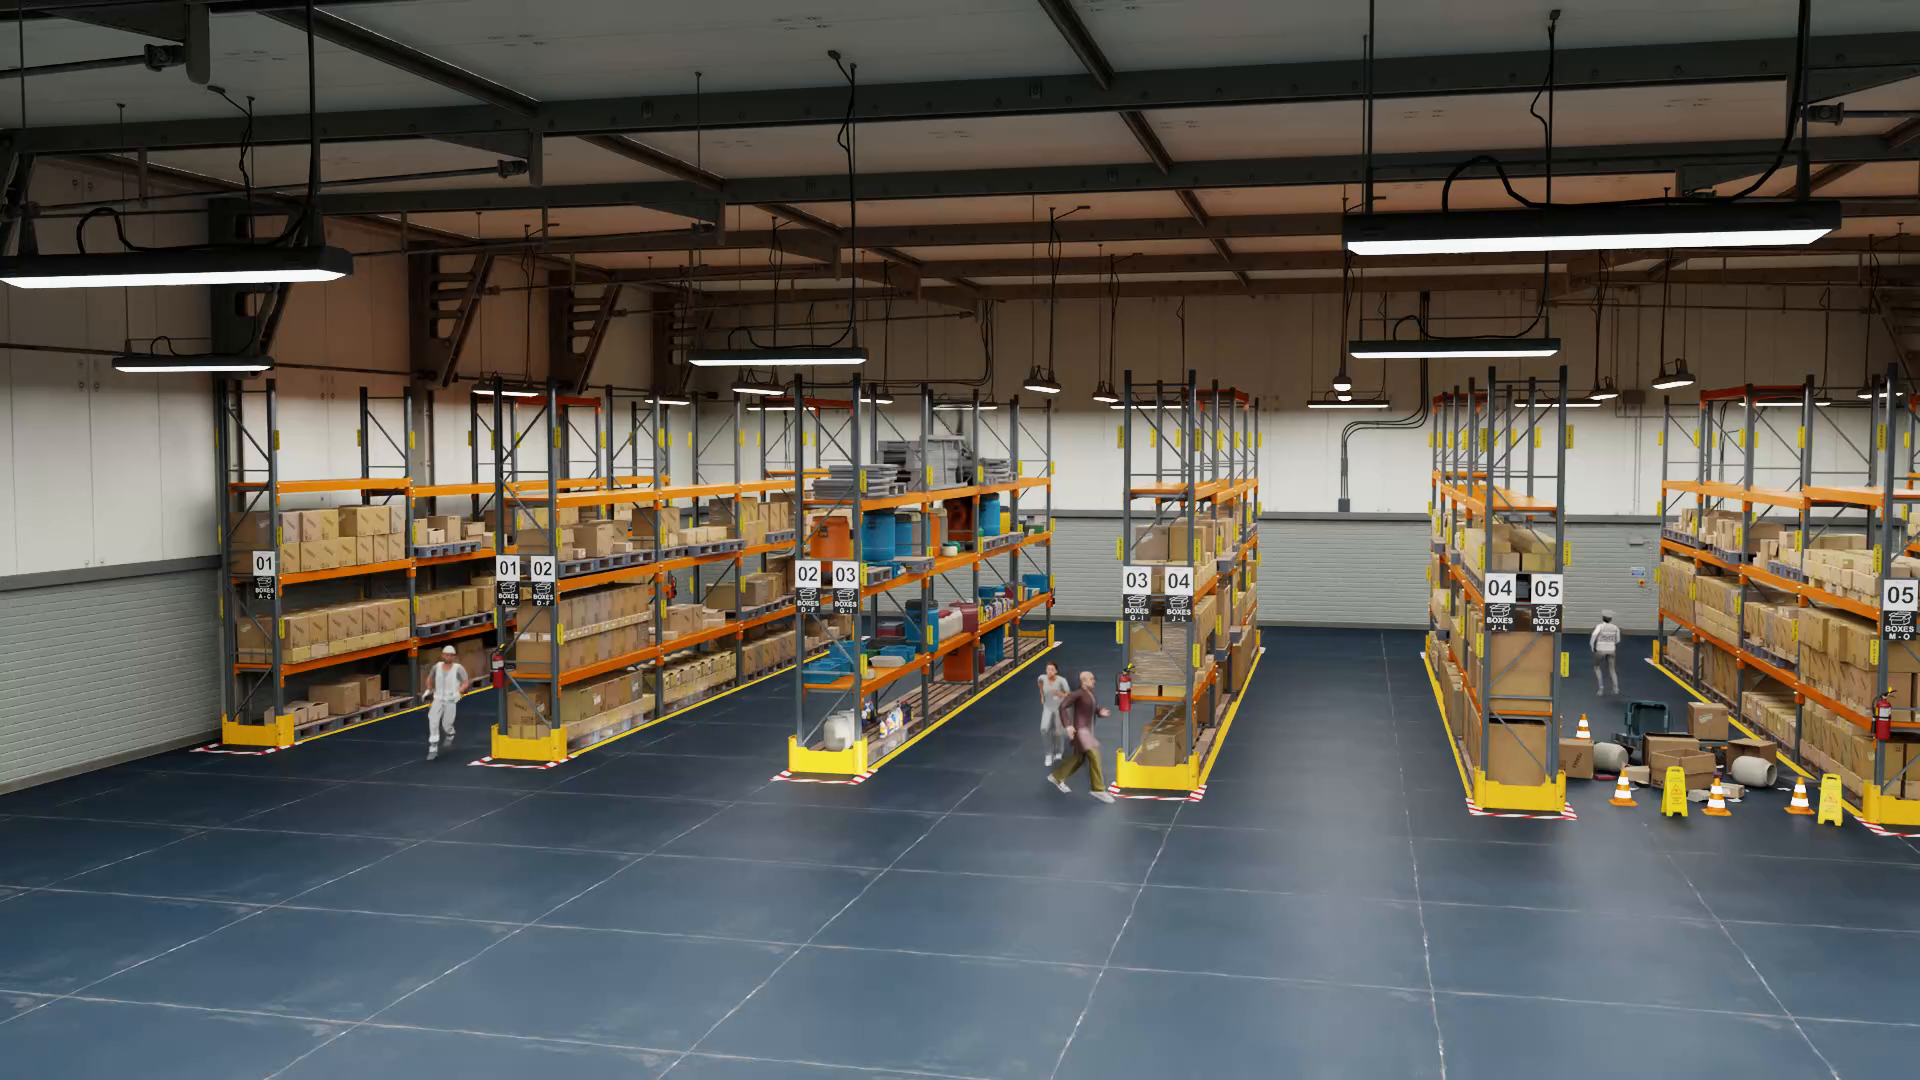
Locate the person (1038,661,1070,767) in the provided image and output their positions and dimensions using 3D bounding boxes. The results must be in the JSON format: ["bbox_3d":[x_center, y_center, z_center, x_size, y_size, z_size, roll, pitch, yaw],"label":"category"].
[{"bbox_3d":[1.452,2.646,25.571,0.558,1.626,0.892,1,4,13],"label":"person"}]

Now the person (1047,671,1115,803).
[{"bbox_3d":[1.699,2.722,23.209,1.031,1.797,0.739,1,4,22],"label":"person"}]

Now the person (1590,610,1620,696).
[{"bbox_3d":[12.538,2.221,32.326,0.620,1.725,0.856,0,3,7],"label":"person"}]

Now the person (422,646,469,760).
[{"bbox_3d":[-8.123,2.547,26.298,0.711,1.770,0.875,0,3,0],"label":"person"}]
